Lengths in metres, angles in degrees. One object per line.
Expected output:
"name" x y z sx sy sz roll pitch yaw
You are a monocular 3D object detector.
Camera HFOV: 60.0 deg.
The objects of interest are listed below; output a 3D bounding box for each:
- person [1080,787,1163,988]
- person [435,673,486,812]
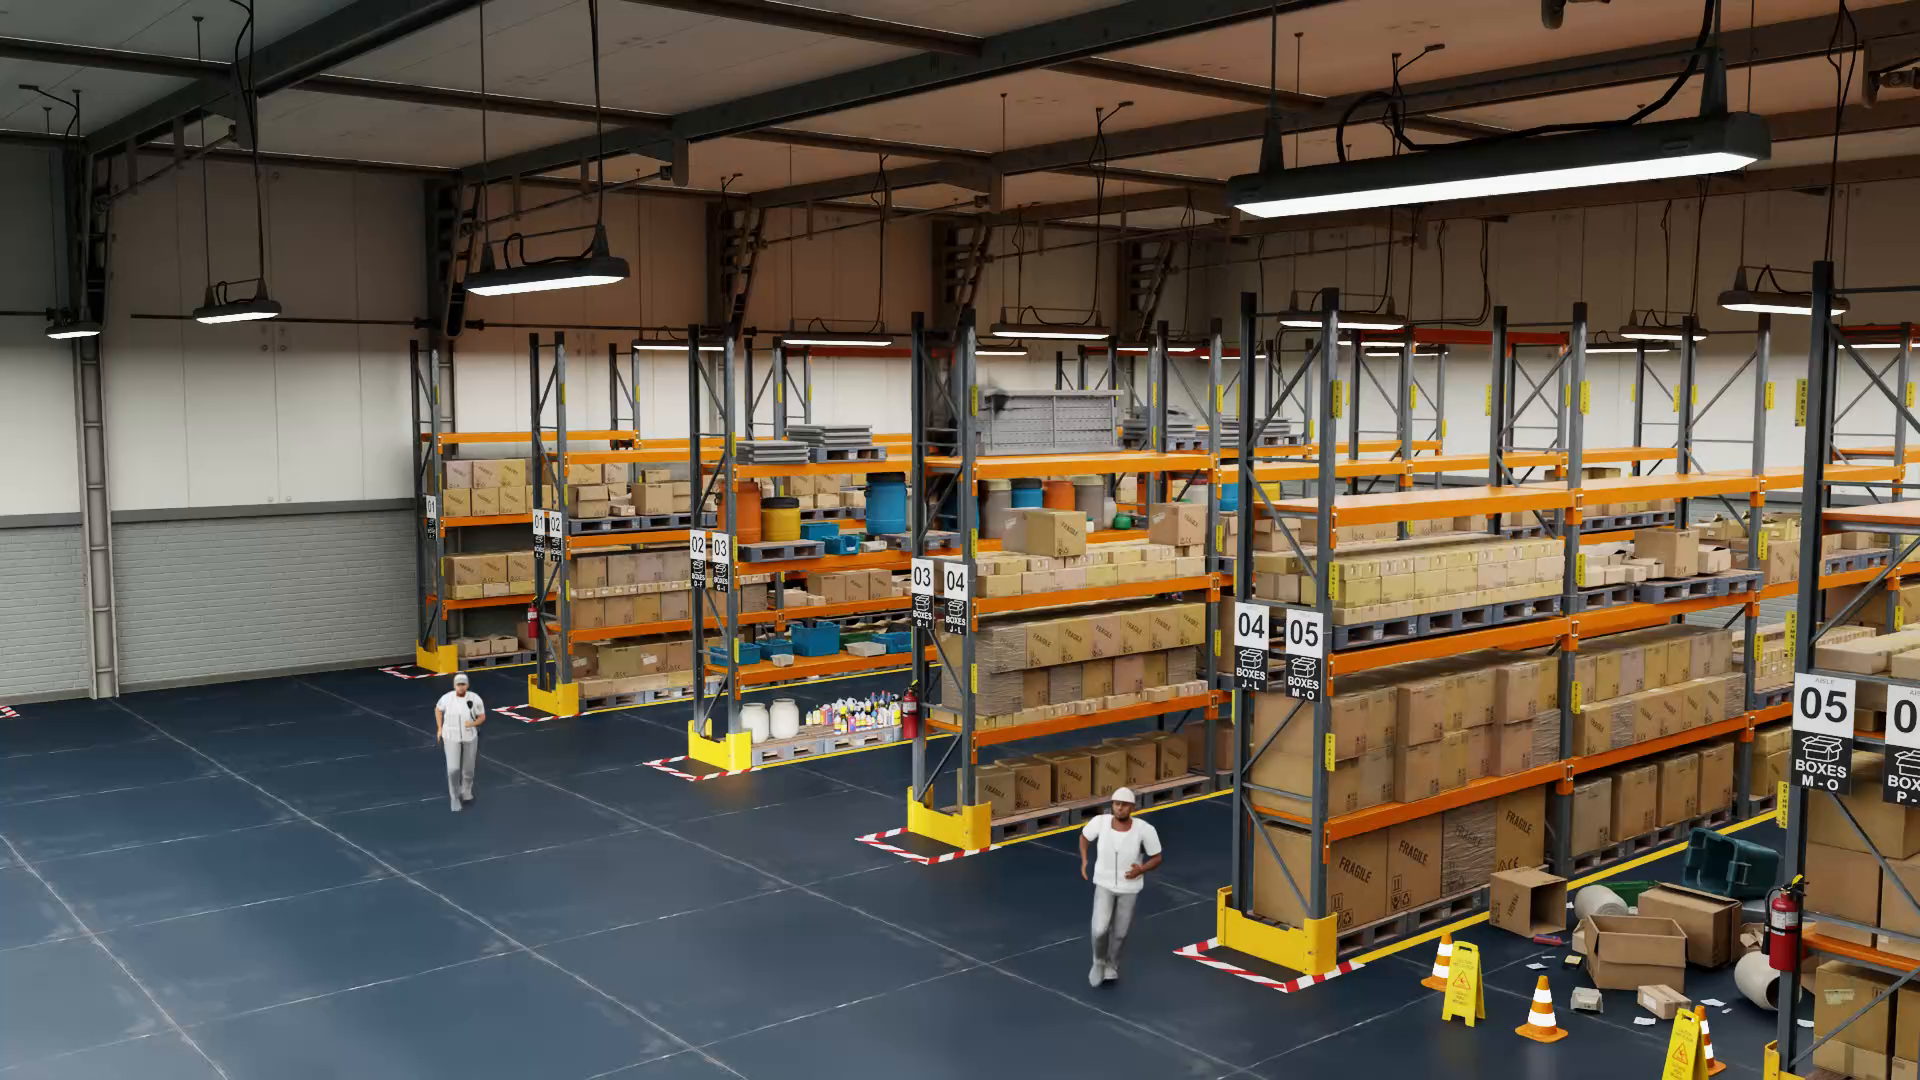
"person" 1.366 2.978 14.246 0.729 1.757 0.612 1 5 10
"person" -6.094 2.472 20.330 0.570 1.698 0.796 -2 6 -20
